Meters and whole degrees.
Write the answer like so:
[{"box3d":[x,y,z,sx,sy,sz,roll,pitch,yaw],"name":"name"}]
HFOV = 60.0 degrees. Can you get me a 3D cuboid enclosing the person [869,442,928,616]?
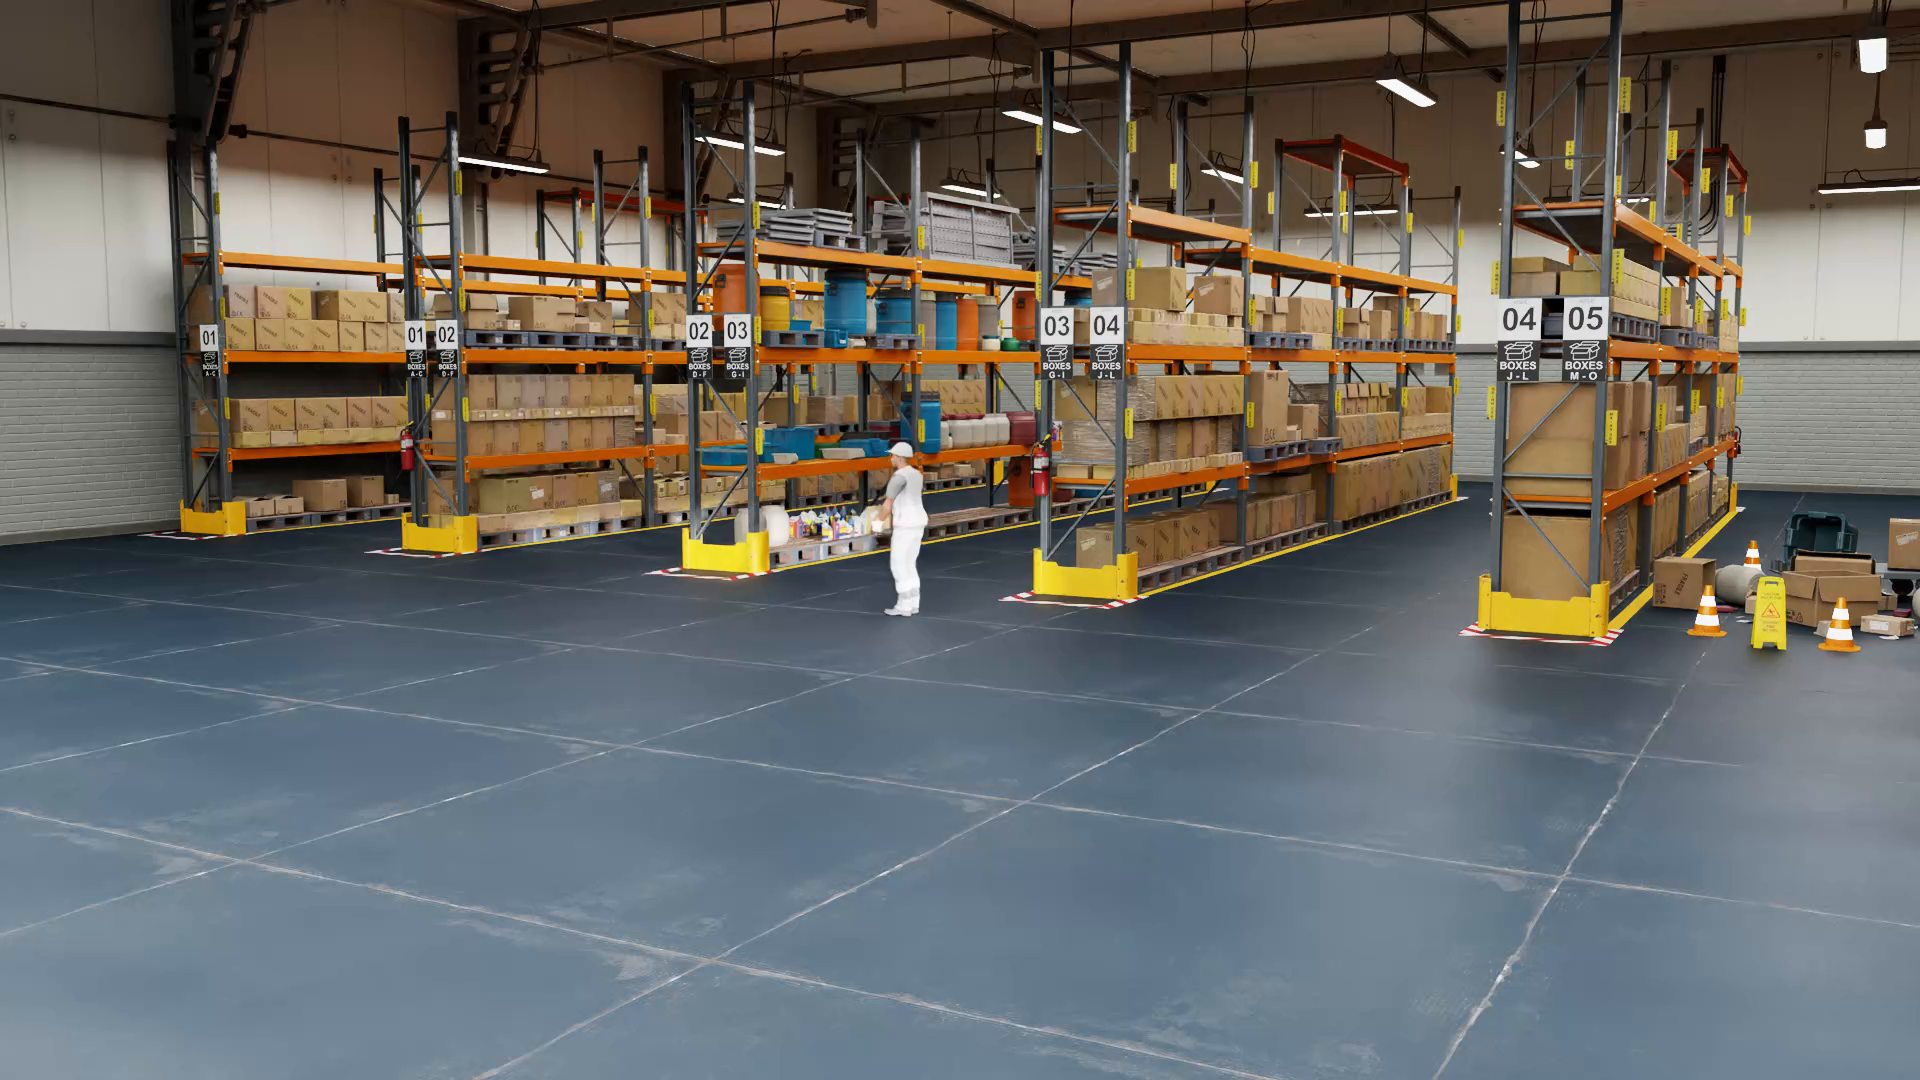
[{"box3d":[-0.635,-0.122,17.179,0.563,1.781,0.495,3,7,28],"name":"person"}]
